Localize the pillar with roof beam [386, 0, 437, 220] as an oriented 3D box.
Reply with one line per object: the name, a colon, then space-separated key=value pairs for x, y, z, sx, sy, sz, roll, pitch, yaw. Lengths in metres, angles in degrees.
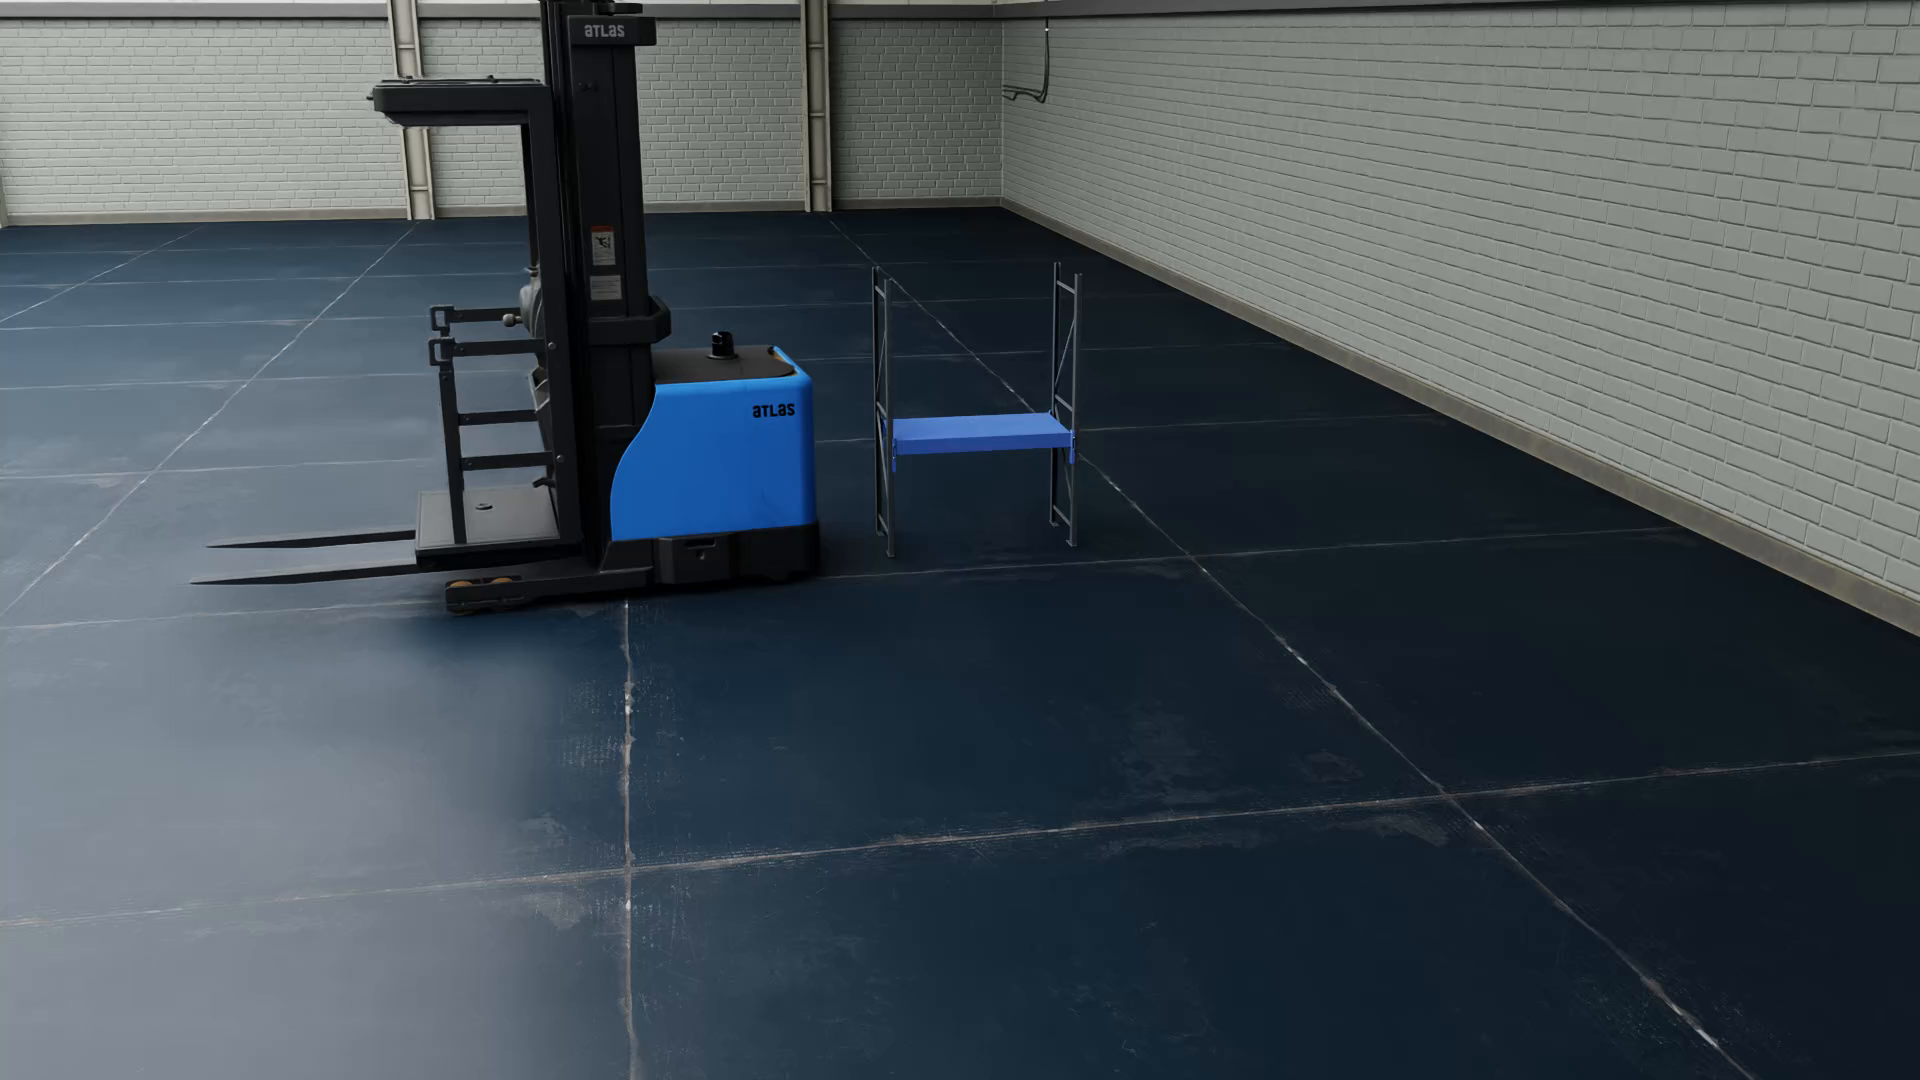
pillar with roof beam: x=-7.304 y=-7.918 z=19.765 sx=0.400 sy=9.000 sz=9.100 roll=-3 pitch=17 yaw=-10

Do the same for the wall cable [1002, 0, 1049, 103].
wall cable: x=0.913 y=-7.792 z=24.642 sx=0.112 sy=2.526 sz=3.097 roll=-3 pitch=17 yaw=-10

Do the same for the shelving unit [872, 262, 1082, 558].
shelving unit: x=0.084 y=-0.722 z=9.107 sx=1.048 sy=1.500 sz=0.538 roll=-3 pitch=17 yaw=-10

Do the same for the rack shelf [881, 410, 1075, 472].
rack shelf: x=0.084 y=-0.550 z=9.160 sx=1.000 sy=0.185 sz=0.538 roll=-3 pitch=17 yaw=-10

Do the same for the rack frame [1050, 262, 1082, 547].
rack frame: x=0.583 y=-0.750 z=9.199 sx=0.032 sy=1.500 sz=0.500 roll=-3 pitch=17 yaw=-10

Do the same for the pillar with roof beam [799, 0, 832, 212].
pillar with roof beam: x=-1.413 y=-8.252 z=20.853 sx=0.400 sy=9.000 sz=9.100 roll=-3 pitch=17 yaw=-10

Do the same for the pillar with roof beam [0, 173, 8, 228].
pillar with roof beam: x=-13.196 y=-7.584 z=18.677 sx=0.400 sy=9.000 sz=9.100 roll=-3 pitch=17 yaw=-10

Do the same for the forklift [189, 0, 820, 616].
forklift: x=-2.302 y=-1.205 z=8.243 sx=3.031 sy=2.935 sz=1.130 roll=-5 pitch=18 yaw=-16

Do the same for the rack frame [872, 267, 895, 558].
rack frame: x=-0.415 y=-0.693 z=9.015 sx=0.032 sy=1.500 sz=0.500 roll=-3 pitch=17 yaw=-10
